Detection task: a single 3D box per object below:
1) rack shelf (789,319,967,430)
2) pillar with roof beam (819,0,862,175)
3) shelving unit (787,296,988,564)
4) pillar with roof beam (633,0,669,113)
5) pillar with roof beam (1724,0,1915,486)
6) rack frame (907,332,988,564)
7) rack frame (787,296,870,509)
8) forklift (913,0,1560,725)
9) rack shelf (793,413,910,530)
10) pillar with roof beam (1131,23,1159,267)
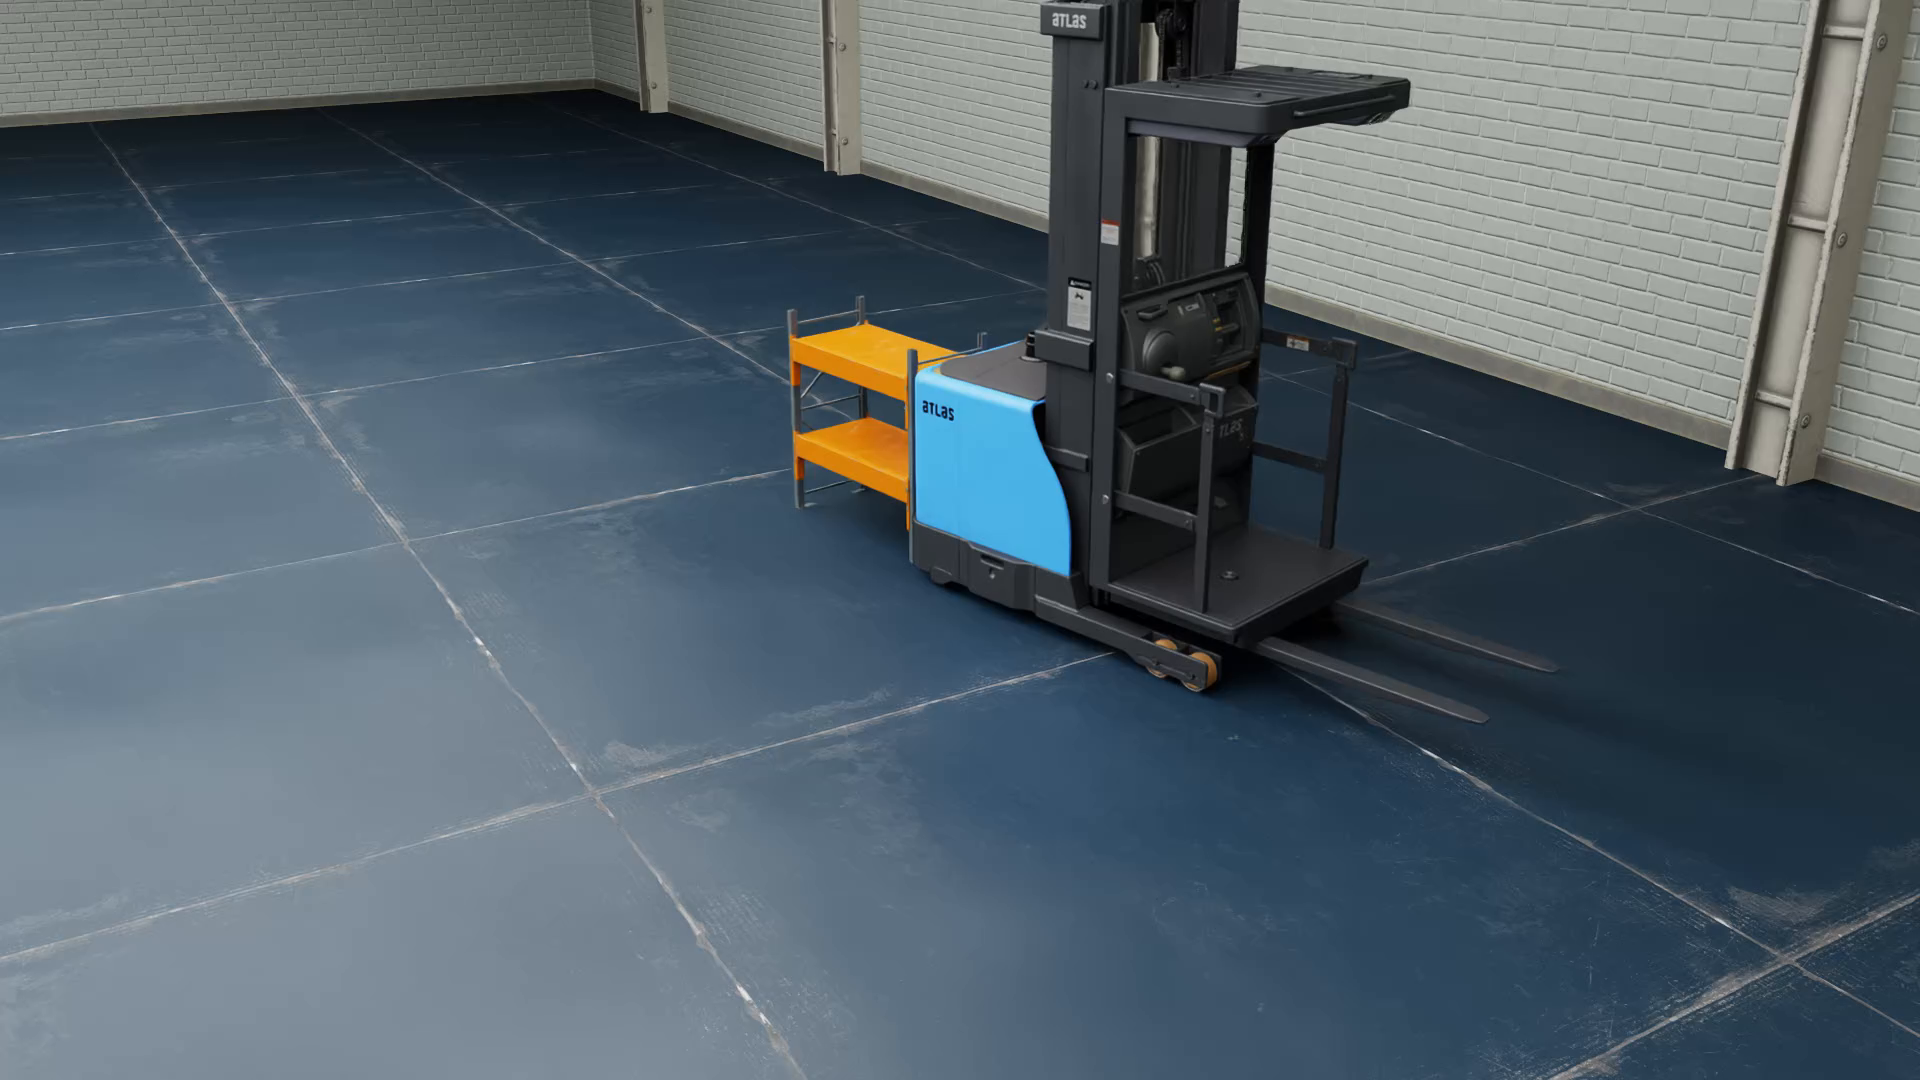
[{"bbox_3d":[-0.388,-0.881,8.709,0.538,0.278,1.000,-18,28,-37],"label":"rack shelf"},{"bbox_3d":[-5.058,-7.626,15.624,9.100,9.000,0.400,-13,25,-28],"label":"pillar with roof beam"},{"bbox_3d":[-0.388,-0.610,8.819,0.538,1.125,1.048,-18,28,-37],"label":"shelving unit"},{"bbox_3d":[-8.123,-9.569,20.402,9.100,9.000,0.400,-13,25,-28],"label":"pillar with roof beam"},{"bbox_3d":[1.072,-3.742,6.067,9.100,9.000,0.400,-13,25,-28],"label":"pillar with roof beam"},{"bbox_3d":[-0.058,-0.464,8.460,0.500,1.125,0.032,-18,28,-37],"label":"rack frame"},{"bbox_3d":[-0.718,-0.756,9.177,0.500,1.125,0.032,-18,28,-37],"label":"rack frame"},{"bbox_3d":[1.176,-0.924,7.191,3.031,2.935,1.130,20,29,40],"label":"forklift"},{"bbox_3d":[-0.388,-0.384,8.911,0.538,0.278,1.000,-18,28,-37],"label":"rack shelf"},{"bbox_3d":[-1.993,-5.684,10.845,9.100,9.000,0.400,-13,25,-28],"label":"pillar with roof beam"}]
